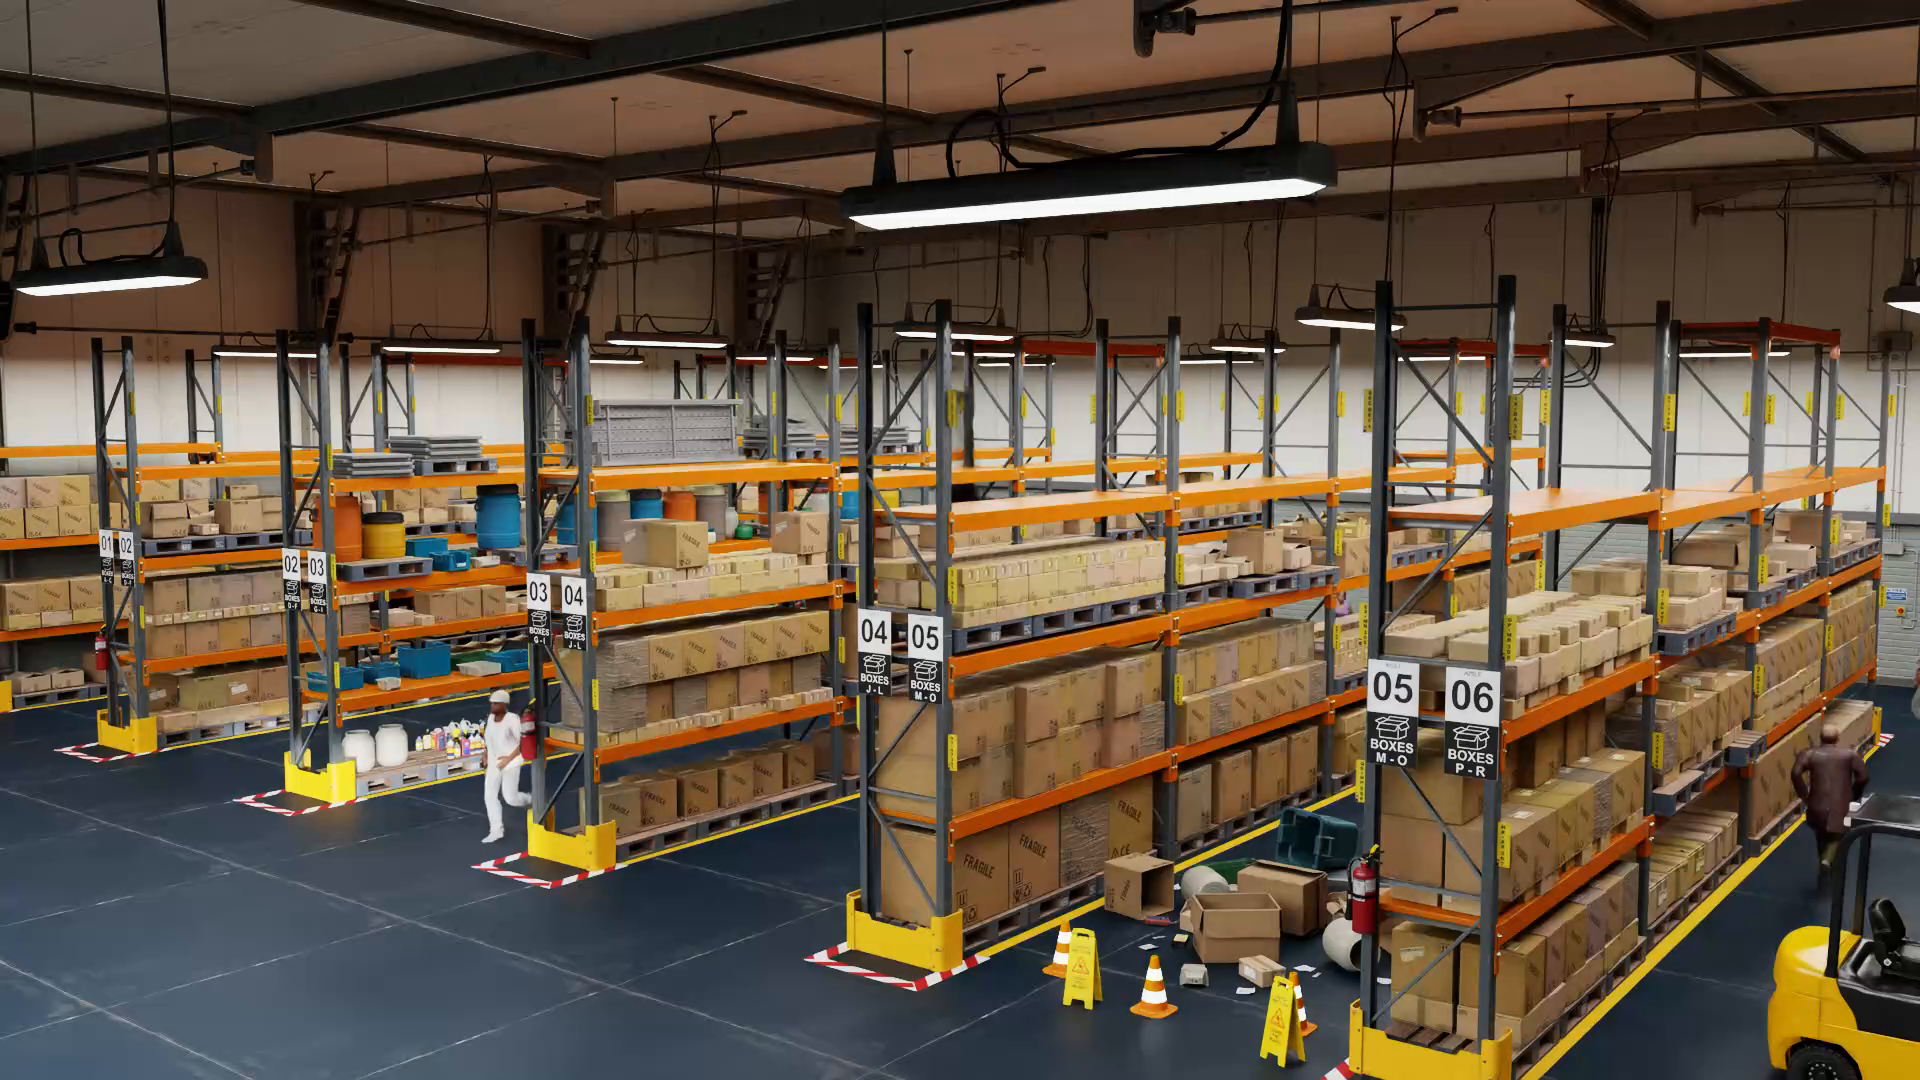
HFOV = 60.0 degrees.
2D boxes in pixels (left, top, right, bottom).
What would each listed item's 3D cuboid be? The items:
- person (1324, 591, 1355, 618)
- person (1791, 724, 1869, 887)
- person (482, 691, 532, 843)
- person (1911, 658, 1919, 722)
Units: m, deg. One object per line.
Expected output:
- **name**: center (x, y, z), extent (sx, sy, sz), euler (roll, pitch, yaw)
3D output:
- **person**: center (7.036, 1.722, 30.872), extent (0.540, 1.615, 0.710), euler (1, 5, 6)
- **person**: center (8.969, 2.817, 17.182), extent (0.714, 1.779, 1.114), euler (3, 6, 33)
- **person**: center (-5.285, 2.612, 19.477), extent (0.684, 1.750, 0.861), euler (3, 6, 30)
- **person**: center (14.427, 2.191, 24.732), extent (0.580, 1.642, 0.541), euler (0, 5, 0)
